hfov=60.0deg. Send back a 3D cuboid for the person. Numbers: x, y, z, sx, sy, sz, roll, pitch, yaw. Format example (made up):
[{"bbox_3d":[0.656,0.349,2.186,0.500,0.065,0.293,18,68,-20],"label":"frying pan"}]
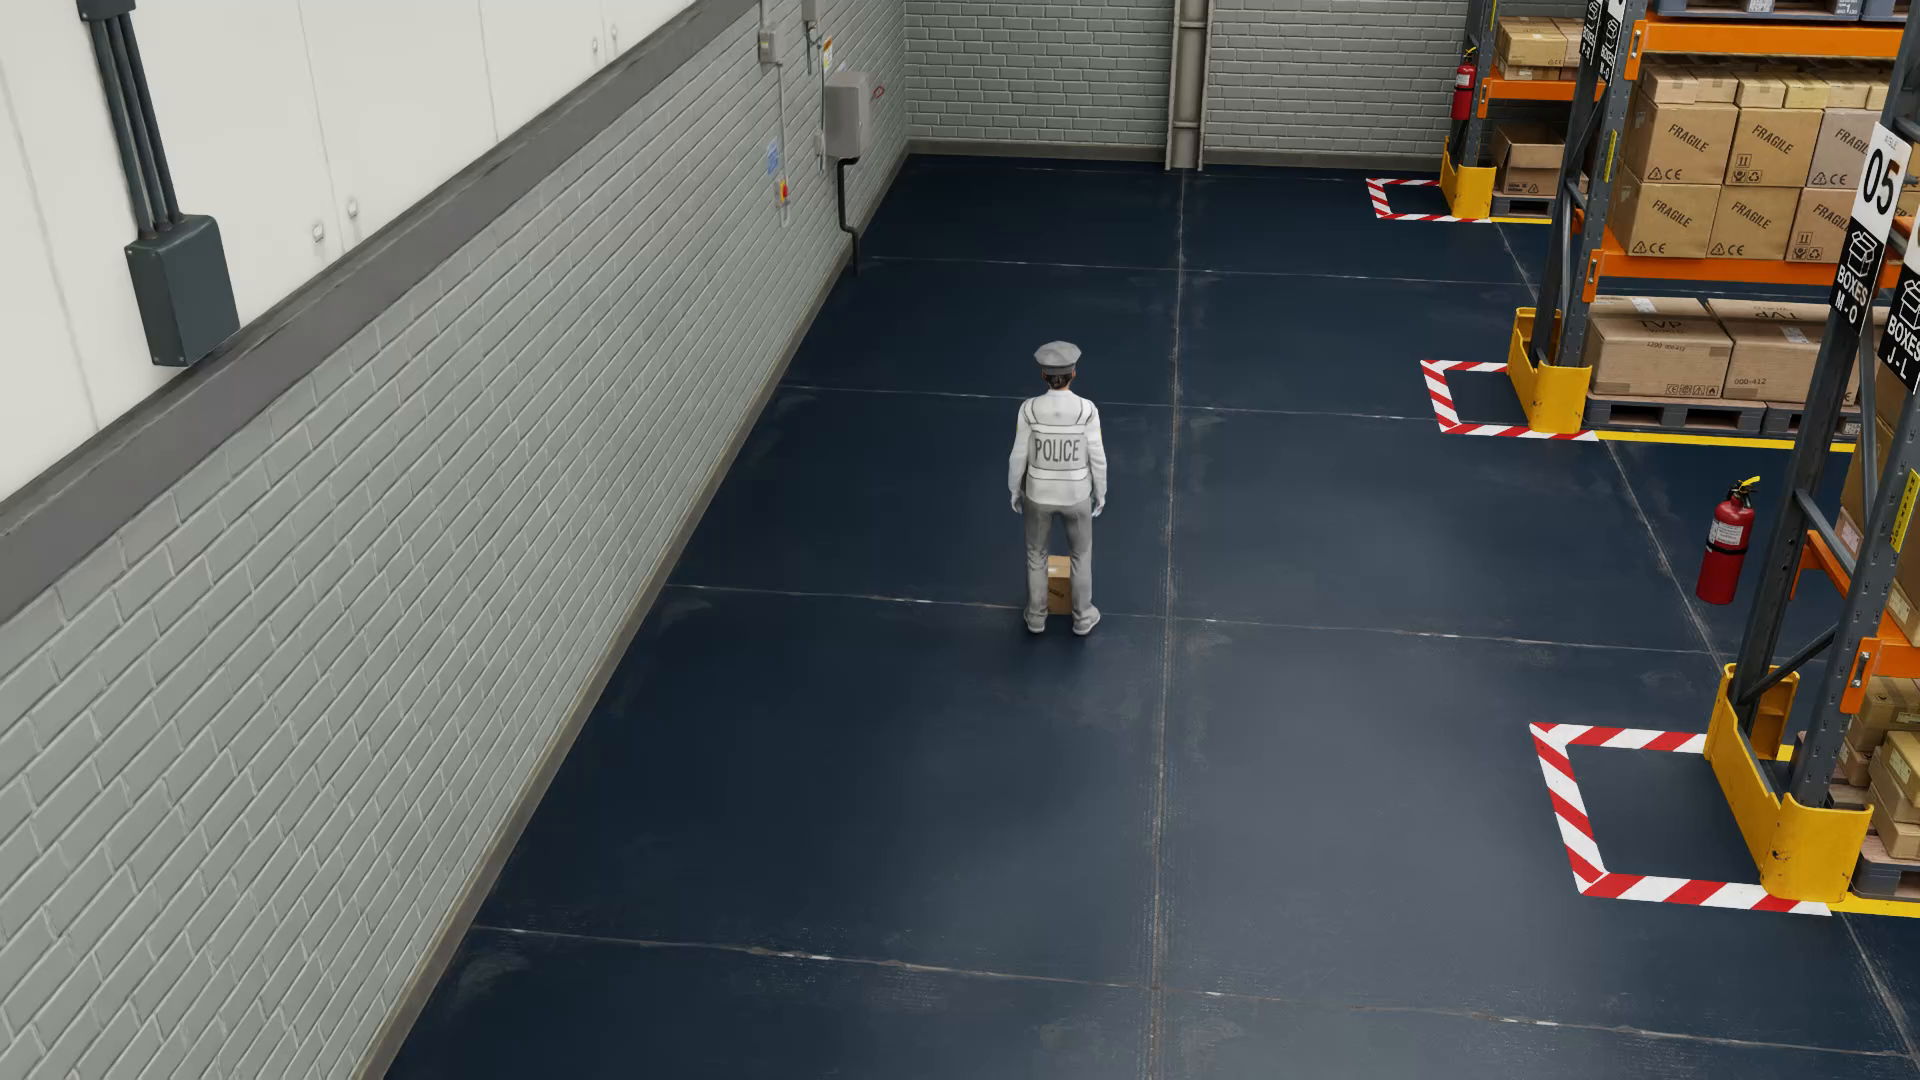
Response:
[{"bbox_3d":[0.533,-0.247,9.075,0.532,1.663,0.378,3,29,6],"label":"person"}]
